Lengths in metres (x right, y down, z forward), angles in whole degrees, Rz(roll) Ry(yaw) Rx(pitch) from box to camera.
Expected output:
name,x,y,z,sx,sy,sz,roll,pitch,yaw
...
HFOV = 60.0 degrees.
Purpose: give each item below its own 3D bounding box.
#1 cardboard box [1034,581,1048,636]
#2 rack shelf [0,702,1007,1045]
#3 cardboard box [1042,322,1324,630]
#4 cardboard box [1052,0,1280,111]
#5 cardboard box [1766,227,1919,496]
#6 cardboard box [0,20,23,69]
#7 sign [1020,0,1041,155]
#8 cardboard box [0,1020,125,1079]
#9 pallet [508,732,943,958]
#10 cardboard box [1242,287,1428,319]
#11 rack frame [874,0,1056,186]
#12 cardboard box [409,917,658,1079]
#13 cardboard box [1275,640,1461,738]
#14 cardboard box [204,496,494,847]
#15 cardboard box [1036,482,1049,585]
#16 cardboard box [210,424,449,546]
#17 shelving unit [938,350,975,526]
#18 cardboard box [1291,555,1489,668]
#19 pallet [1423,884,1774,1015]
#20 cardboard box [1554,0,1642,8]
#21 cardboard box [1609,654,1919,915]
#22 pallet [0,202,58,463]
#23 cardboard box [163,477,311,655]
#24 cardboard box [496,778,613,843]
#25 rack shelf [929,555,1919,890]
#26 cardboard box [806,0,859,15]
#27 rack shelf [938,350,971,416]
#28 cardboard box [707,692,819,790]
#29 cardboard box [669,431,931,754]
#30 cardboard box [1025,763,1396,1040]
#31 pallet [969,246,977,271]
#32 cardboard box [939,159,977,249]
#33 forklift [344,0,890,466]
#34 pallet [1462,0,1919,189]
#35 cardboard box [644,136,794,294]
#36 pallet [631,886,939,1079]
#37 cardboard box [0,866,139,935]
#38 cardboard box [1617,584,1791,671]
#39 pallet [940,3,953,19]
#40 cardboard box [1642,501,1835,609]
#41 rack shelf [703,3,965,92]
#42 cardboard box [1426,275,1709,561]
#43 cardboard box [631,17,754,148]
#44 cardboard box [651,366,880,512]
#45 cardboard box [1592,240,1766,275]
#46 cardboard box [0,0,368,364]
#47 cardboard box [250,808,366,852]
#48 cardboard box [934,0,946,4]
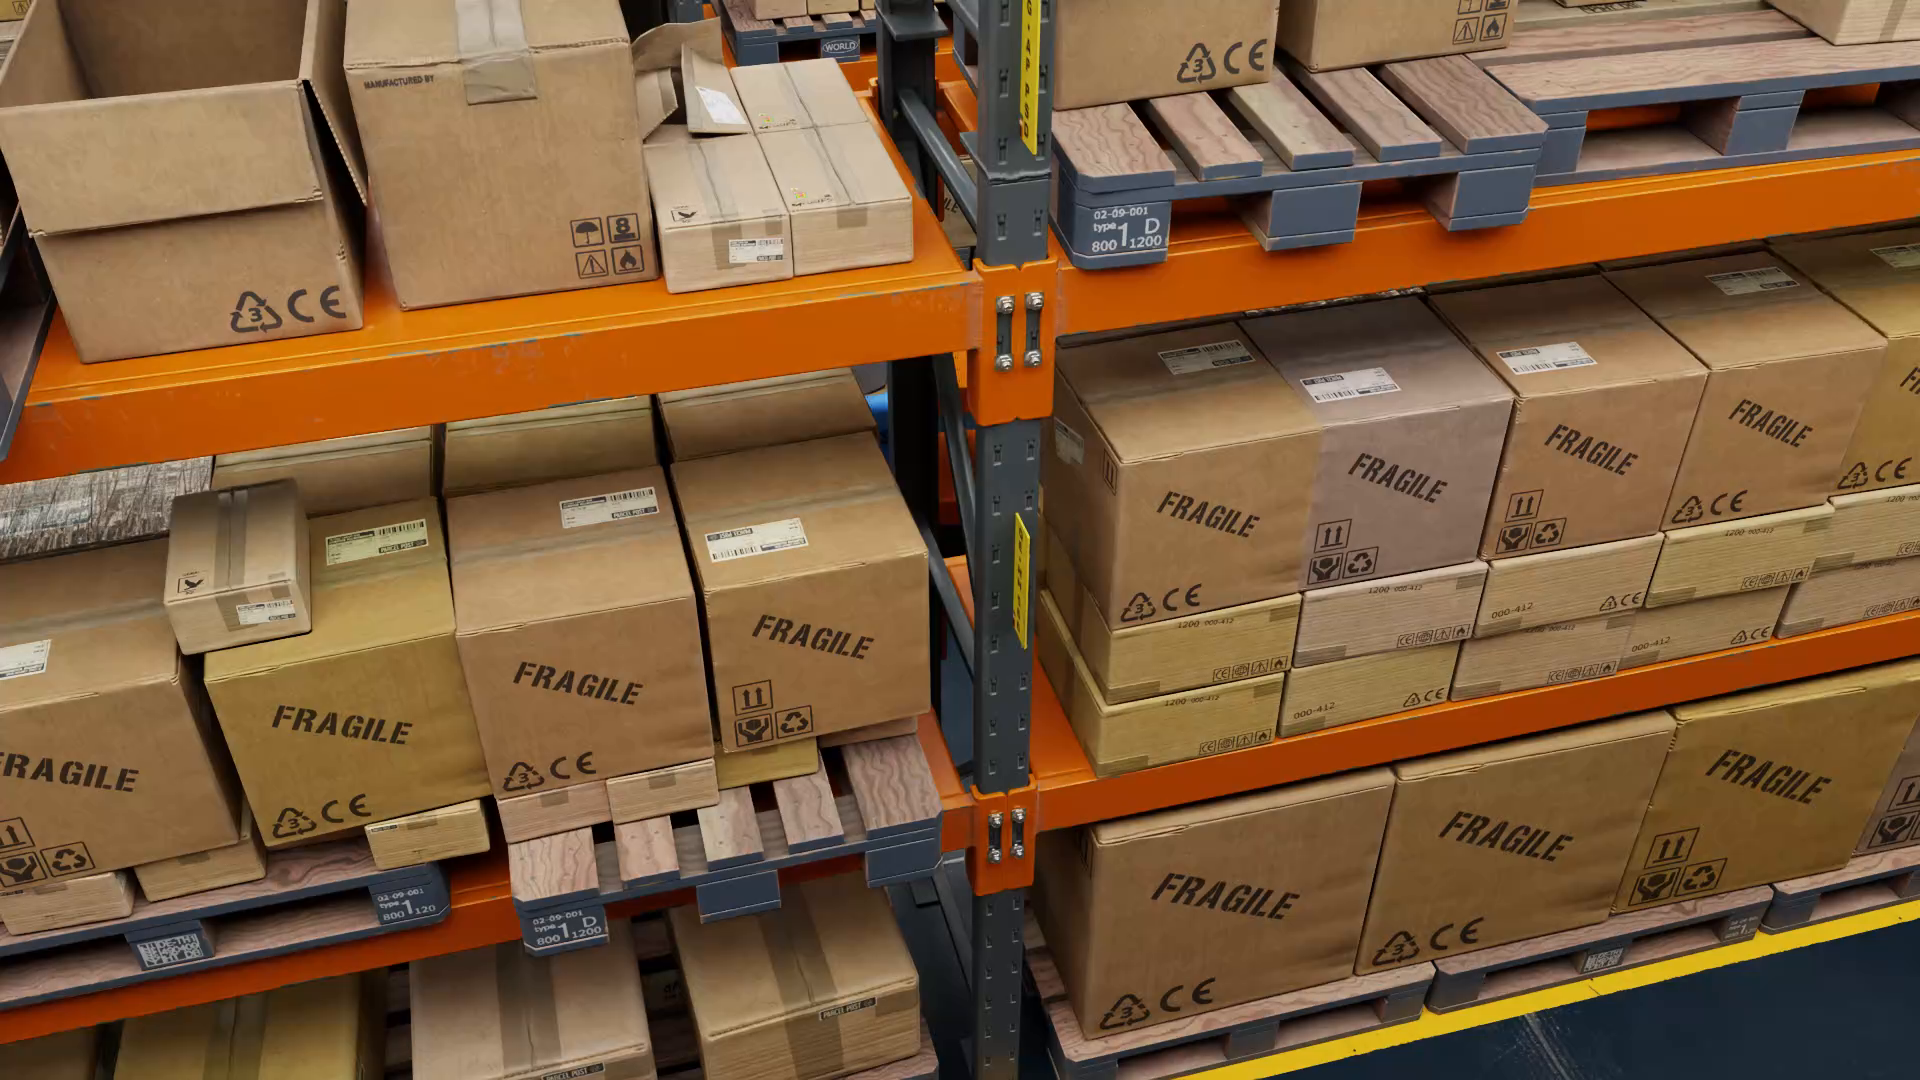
name,x,y,z,sx,sy,sz,roll,pitch,yaw
cardboard box,0.407,0.033,4.861,0.500,0.250,0.500,-11,39,-14
rack shelf,-1.944,0.809,4.316,4.000,0.370,1.077,-9,38,-12
cardboard box,0.527,-0.166,4.092,0.500,0.500,0.500,-11,39,-13
cardboard box,0.312,-1.341,3.635,0.637,0.503,0.797,-12,39,-15
cardboard box,2.491,-0.491,4.518,0.500,0.500,0.500,-8,38,-11
cardboard box,-4.198,-2.093,7.436,0.500,0.500,0.500,-9,38,-12
sign,0.126,-0.872,3.027,0.005,0.325,0.100,-9,38,-12
cardboard box,-2.676,1.516,4.616,0.625,0.372,0.950,-7,38,-9
pallet,-0.673,0.458,4.341,1.003,0.211,1.213,-9,38,-12
cardboard box,0.911,-0.552,4.598,0.500,0.500,0.500,-9,38,-11
rack frame,-0.013,-2.177,2.689,0.127,3.000,1.000,-9,38,-12
cardboard box,-1.271,1.288,4.914,0.625,0.372,0.950,-10,39,-13
cardboard box,1.016,0.244,4.586,0.500,0.250,0.500,-10,39,-13
cardboard box,-1.363,0.285,3.735,0.500,0.500,0.500,-12,39,-15
cardboard box,0.388,-0.159,4.701,0.500,0.250,0.500,-9,38,-12
cardboard box,-1.520,-0.008,4.119,0.500,0.500,0.500,-9,38,-11
shelving unit,0.323,-0.447,6.909,1.048,1.125,0.538,-6,38,-8
cardboard box,1.040,0.050,4.427,0.500,0.250,0.500,-8,38,-11
pallet,1.943,1.042,5.714,1.213,0.211,1.003,-9,38,-12
cardboard box,1.613,-1.641,4.030,0.500,0.500,0.500,-9,38,-12
cardboard box,2.401,0.542,5.475,0.875,0.875,0.875,-8,38,-11
pallet,-2.251,-0.479,3.093,1.003,0.211,1.213,-9,38,-12
cardboard box,-1.519,0.048,3.511,0.250,0.149,0.380,-11,39,-14
cardboard box,-0.985,0.515,3.969,0.250,0.149,0.380,-11,39,-14
rack shelf,1.918,0.175,5.145,4.000,0.370,1.077,-9,38,-12
cardboard box,-0.658,-2.743,8.229,0.250,0.149,0.380,-8,38,-10
rack shelf,0.323,-0.680,6.731,1.000,0.278,0.538,-6,38,-8
cardboard box,-0.508,0.414,4.101,0.250,0.149,0.380,-9,38,-11
cardboard box,-0.379,0.116,3.956,0.500,0.500,0.500,-10,39,-13
cardboard box,0.675,0.822,5.109,0.875,0.875,0.875,-10,38,-12
pallet,0.529,-1.888,9.544,1.213,0.211,1.003,-9,38,-12
cardboard box,-0.167,-1.900,8.976,0.500,0.500,0.500,-9,38,-11
forklift,-1.711,-0.989,6.130,3.031,2.935,1.130,-6,38,-8
pallet,1.674,-1.222,4.066,1.213,0.211,1.003,-8,38,-10
cardboard box,-0.500,-0.668,3.393,0.250,0.149,0.380,-9,38,-12
pallet,-0.768,1.436,5.198,1.213,0.211,1.003,-9,38,-12
cardboard box,-1.993,0.680,3.753,0.250,0.149,0.380,-8,38,-10
cardboard box,2.000,0.084,4.795,0.500,0.250,0.500,-9,38,-12
pallet,0.499,-2.943,8.786,1.213,0.211,1.003,-9,38,-12
cardboard box,2.017,-0.094,4.616,0.500,0.250,0.500,-9,38,-11
rack shelf,0.530,-2.713,8.919,4.000,0.370,1.077,-9,38,-12
cardboard box,1.507,-0.323,4.298,0.500,0.500,0.500,-8,38,-11
cardboard box,-0.608,-0.941,3.654,0.258,0.266,0.396,-9,38,-12
cardboard box,-0.508,-0.183,4.348,0.500,0.500,0.500,-10,39,-13
cardboard box,1.883,-0.703,4.795,0.500,0.500,0.500,-10,39,-13
cardboard box,-1.478,-0.768,3.231,0.637,0.503,0.797,-9,38,-12
cardboard box,-1.522,0.533,3.946,0.250,0.149,0.380,-9,38,-12
cardboard box,-0.137,-2.830,8.342,0.250,0.149,0.380,-8,38,-10
